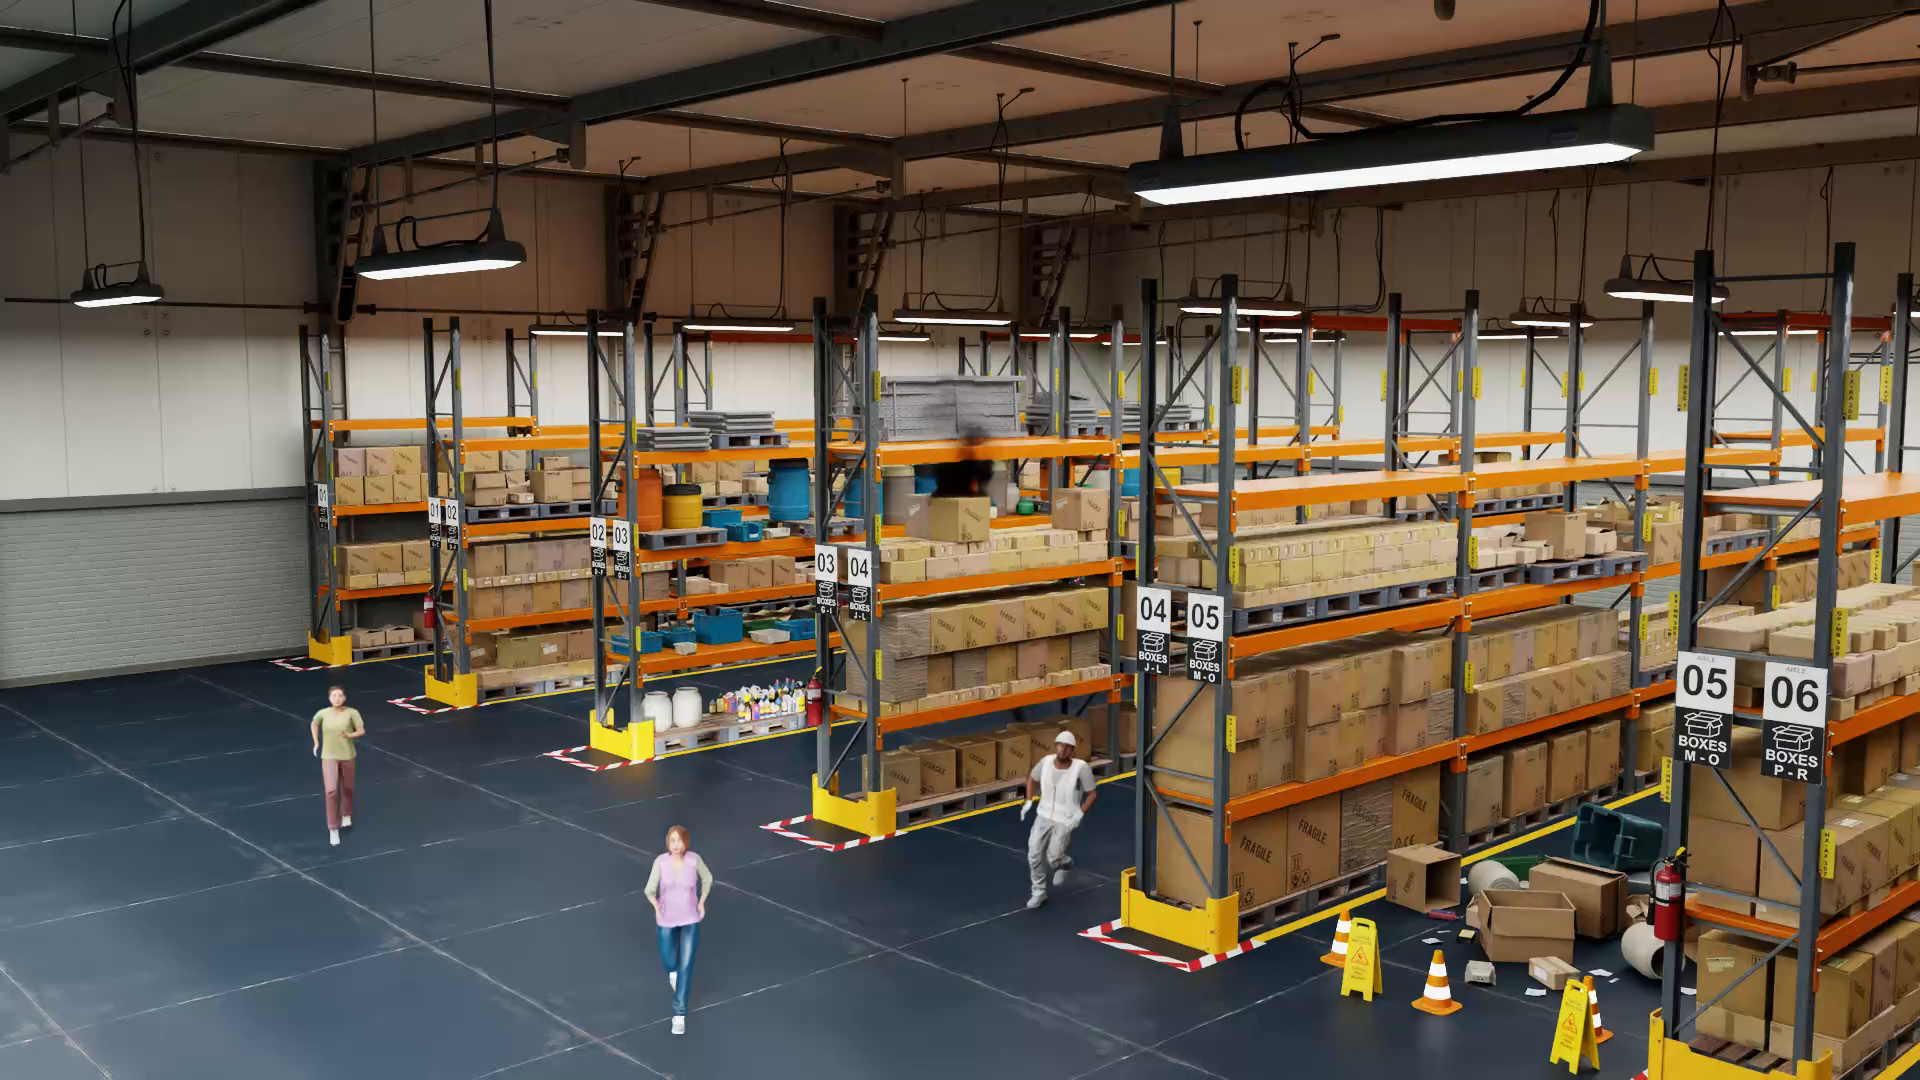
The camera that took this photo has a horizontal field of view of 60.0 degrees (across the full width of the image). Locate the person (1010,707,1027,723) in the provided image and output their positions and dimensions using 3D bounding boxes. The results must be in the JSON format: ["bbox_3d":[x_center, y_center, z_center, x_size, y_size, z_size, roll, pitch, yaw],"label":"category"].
[{"bbox_3d":[0.785,2.004,23.298,0.558,1.685,0.667,5,7,38],"label":"person"}]

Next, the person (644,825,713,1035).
[{"bbox_3d":[-2.241,3.047,13.272,0.538,1.586,0.784,-1,6,-8],"label":"person"}]

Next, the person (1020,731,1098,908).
[{"bbox_3d":[0.977,2.697,16.172,0.728,1.741,0.606,3,7,28],"label":"person"}]

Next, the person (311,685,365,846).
[{"bbox_3d":[-6.903,2.456,18.500,0.552,1.715,0.830,-2,6,-22],"label":"person"}]
